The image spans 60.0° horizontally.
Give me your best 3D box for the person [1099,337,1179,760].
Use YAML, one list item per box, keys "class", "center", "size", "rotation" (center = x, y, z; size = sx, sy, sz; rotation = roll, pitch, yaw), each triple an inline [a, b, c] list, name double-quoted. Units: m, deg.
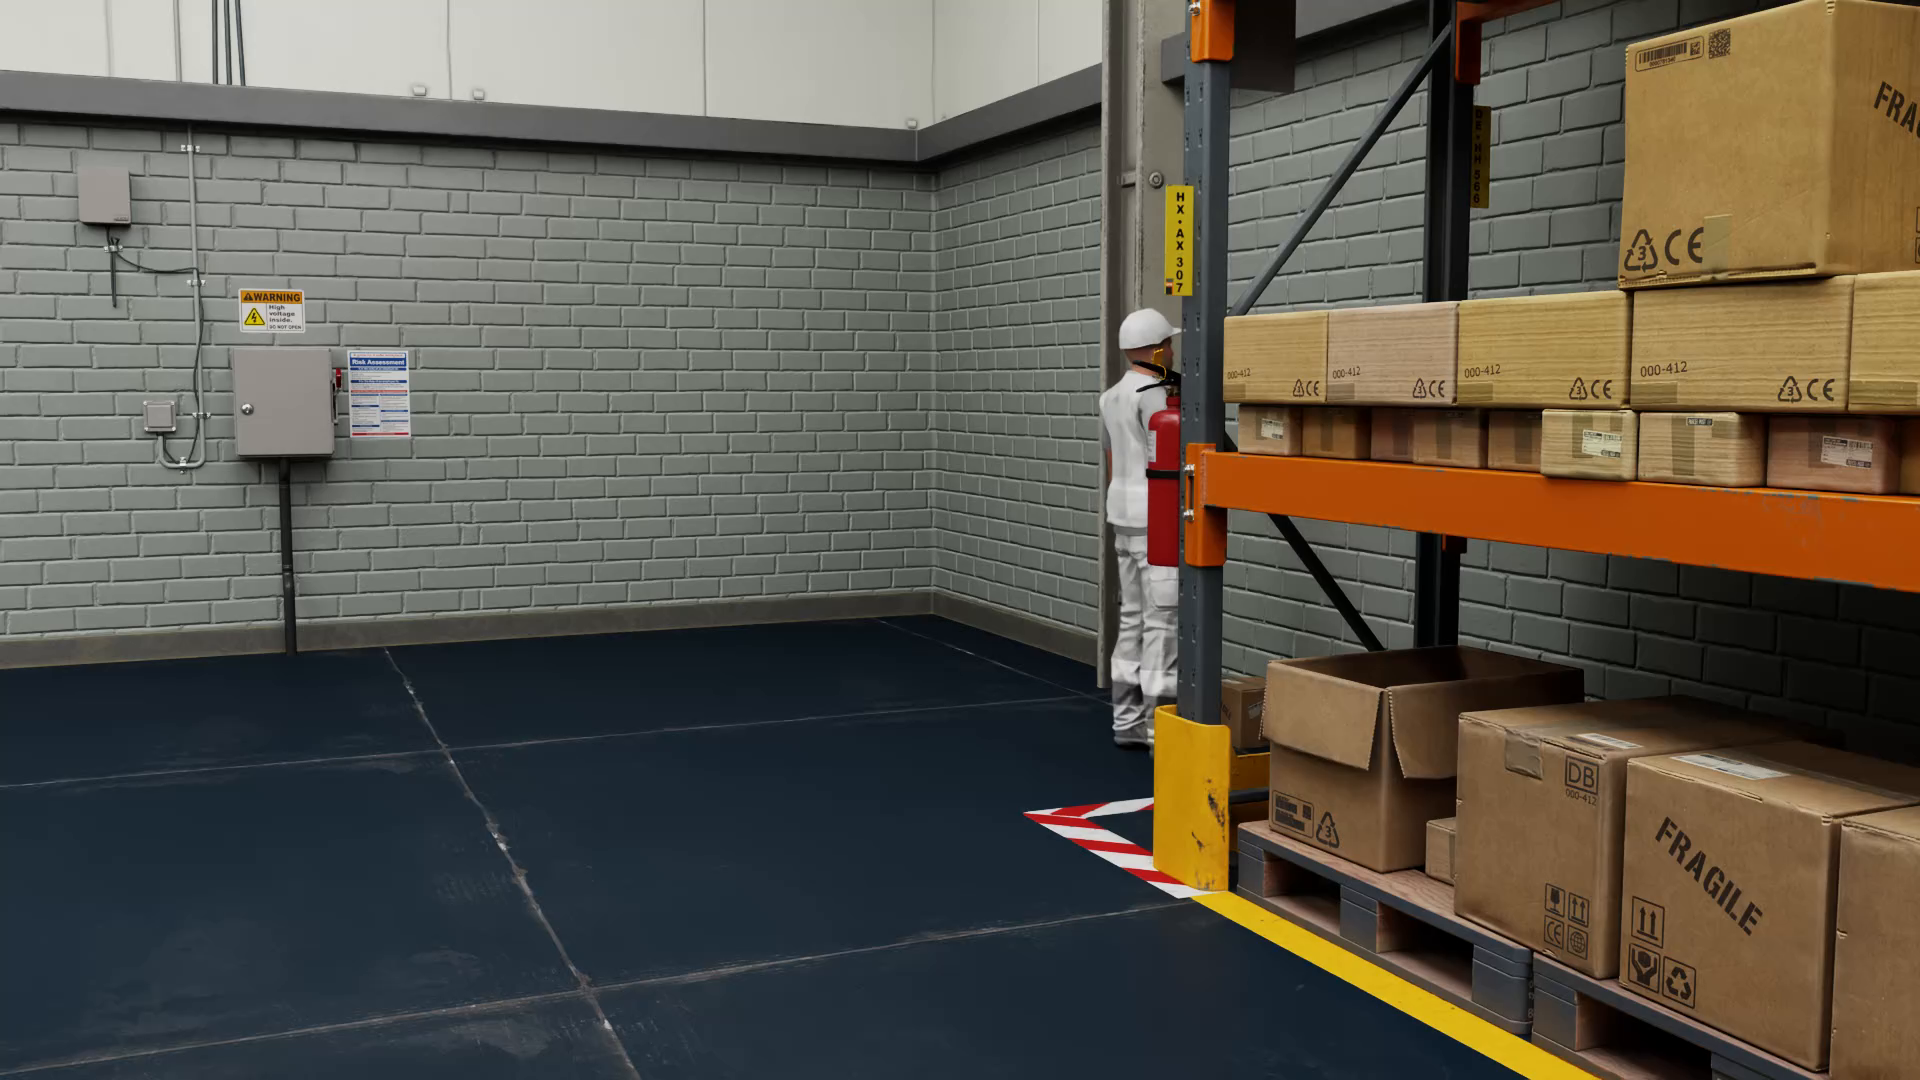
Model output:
- class: "person"
  center: [0.803, -0.011, 6.756]
  size: [0.382, 1.749, 0.587]
  rotation: [-2, 6, -16]
